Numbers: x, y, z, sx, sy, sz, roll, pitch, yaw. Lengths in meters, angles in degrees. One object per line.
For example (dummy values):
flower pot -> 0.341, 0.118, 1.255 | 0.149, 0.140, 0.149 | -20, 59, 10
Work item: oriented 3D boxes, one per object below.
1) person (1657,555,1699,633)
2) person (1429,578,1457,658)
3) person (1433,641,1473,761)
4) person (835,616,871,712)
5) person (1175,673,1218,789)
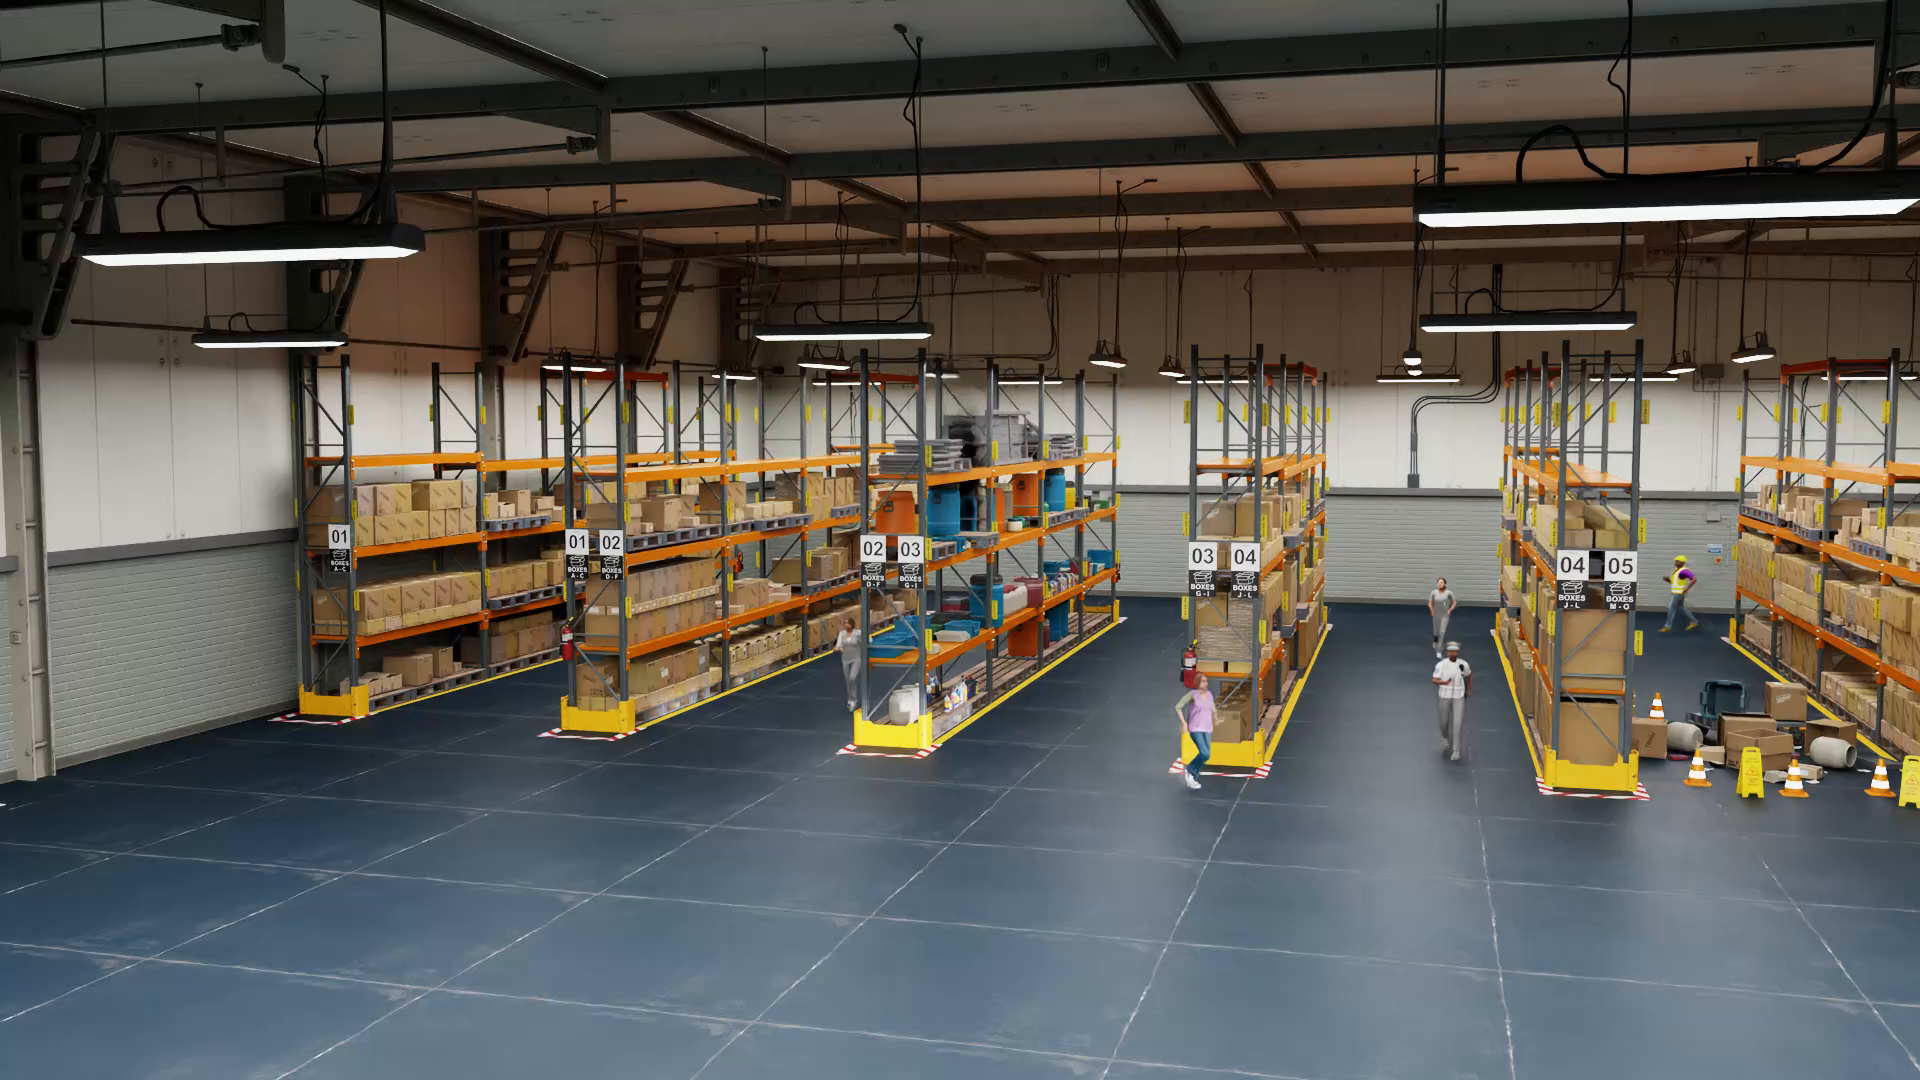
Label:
person -> 16.493, 1.235, 38.151 | 0.939, 1.777, 0.690 | 1, 4, 10
person -> 10.046, 1.600, 34.631 | 0.568, 1.645, 0.659 | 2, 5, 22
person -> 7.206, 2.311, 24.330 | 0.575, 1.685, 0.938 | 1, 4, 15
person -> -1.823, 2.089, 28.196 | 0.539, 1.601, 0.818 | 1, 4, 15
person -> 3.207, 2.552, 22.115 | 0.517, 1.561, 0.599 | -3, 5, -31
